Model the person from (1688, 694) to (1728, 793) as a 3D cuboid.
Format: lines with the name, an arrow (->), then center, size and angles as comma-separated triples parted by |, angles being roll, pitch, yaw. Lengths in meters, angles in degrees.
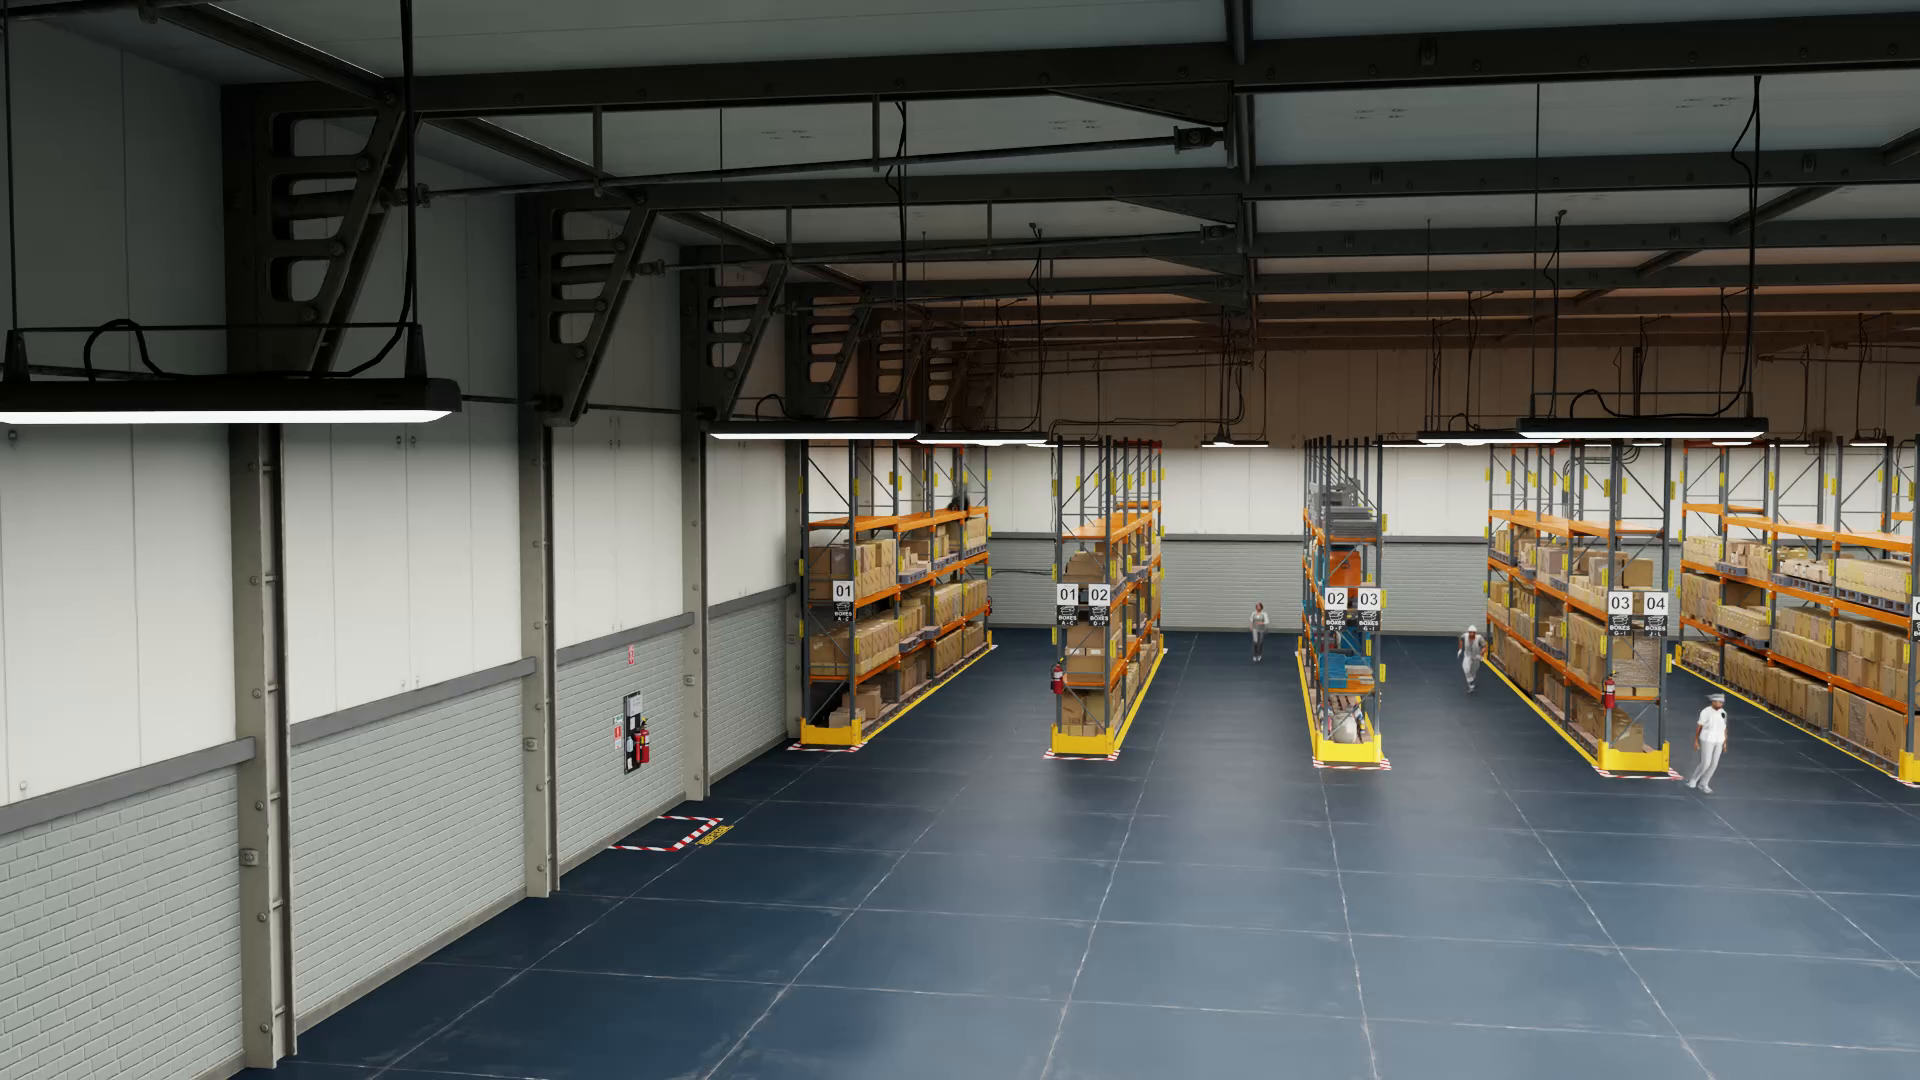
person -> 12.499, 3.392, 27.784 | 0.587, 1.688, 0.468 | -1, 3, -13

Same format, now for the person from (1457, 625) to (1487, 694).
person -> 12.150, 2.787, 39.421 | 0.677, 1.624, 1.132 | 1, 3, 20

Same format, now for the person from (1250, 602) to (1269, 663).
person -> 8.077, 2.497, 44.925 | 0.478, 1.630, 0.690 | 1, 3, 12
